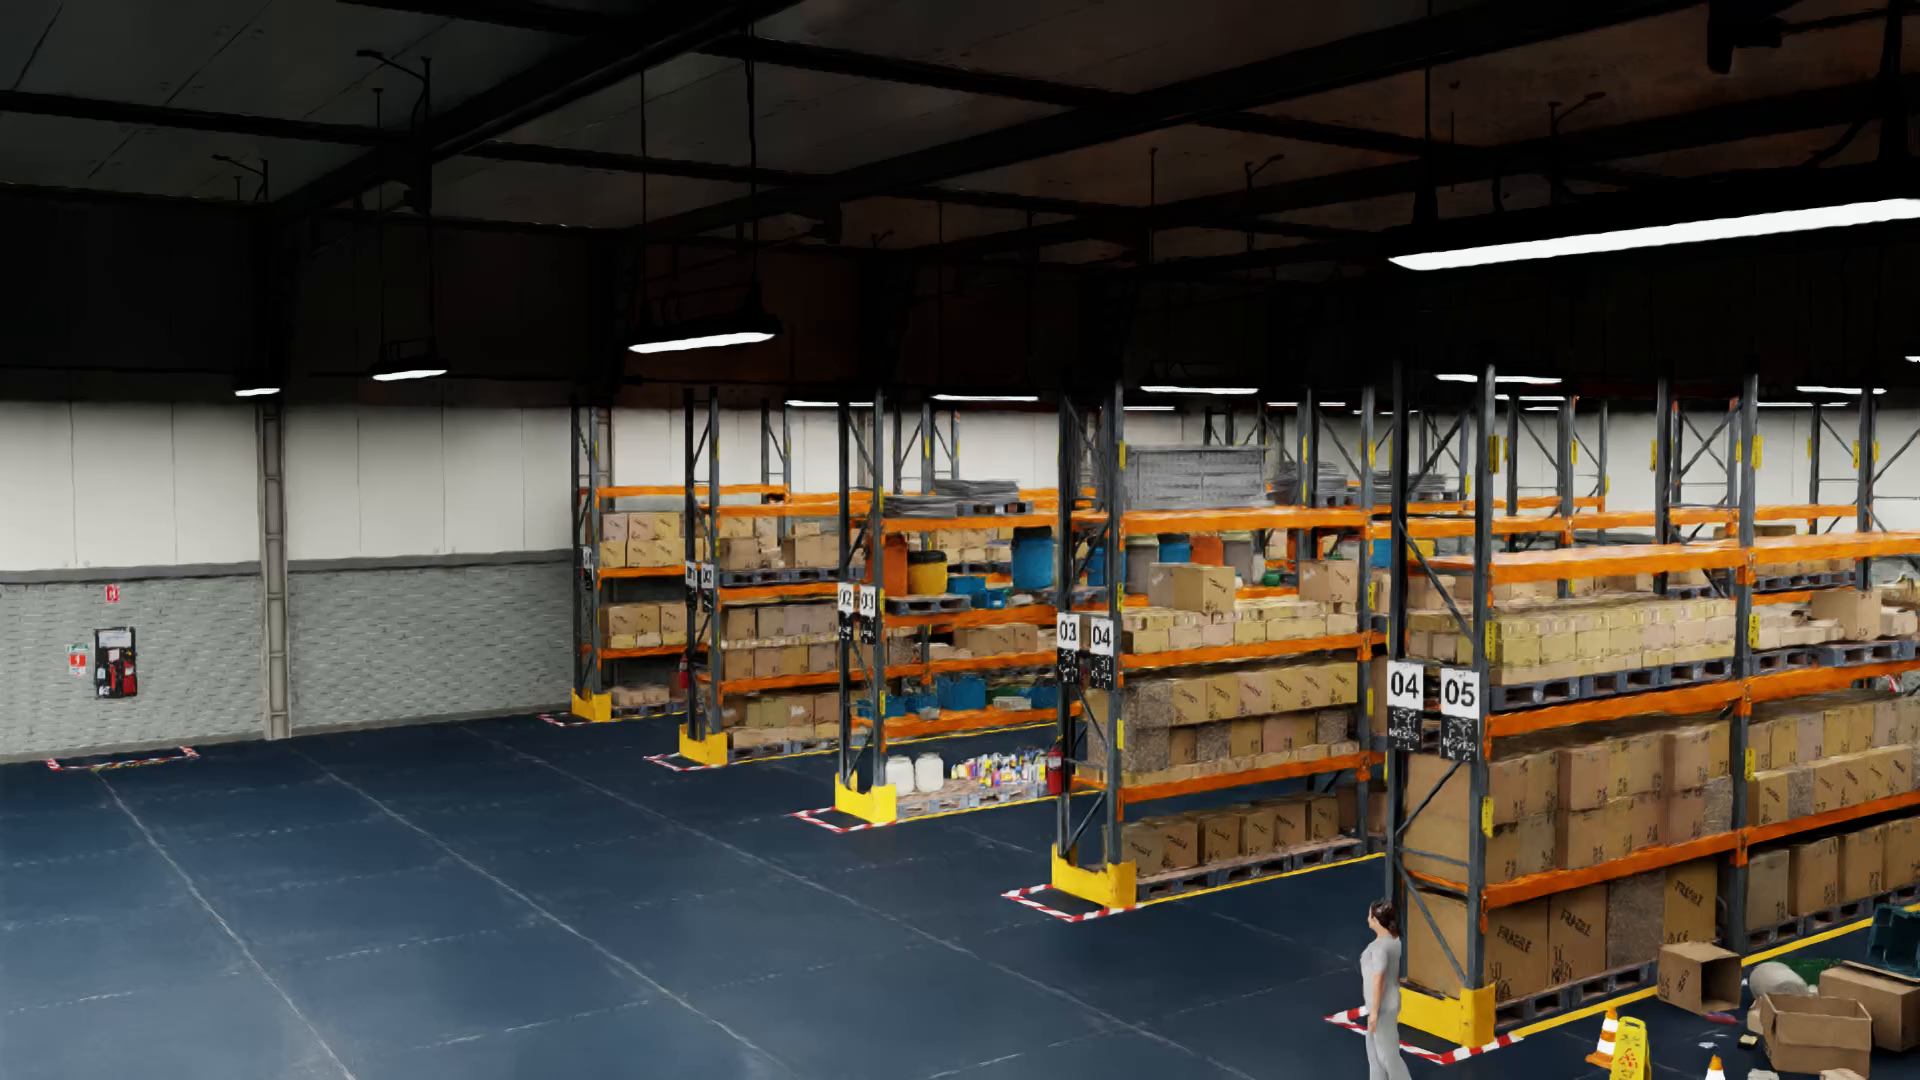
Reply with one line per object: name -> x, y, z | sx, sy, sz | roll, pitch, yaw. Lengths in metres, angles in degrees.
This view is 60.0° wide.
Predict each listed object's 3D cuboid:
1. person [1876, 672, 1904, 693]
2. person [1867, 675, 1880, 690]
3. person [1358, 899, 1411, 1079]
person -> 14.453, 2.699, 25.784 | 0.607, 1.791, 0.390 | -2, 4, -25
person -> 16.954, 2.402, 31.210 | 0.693, 1.775, 0.438 | 0, 3, -4
person -> 3.276, 3.578, 12.658 | 0.535, 1.662, 0.563 | 2, 4, 29
